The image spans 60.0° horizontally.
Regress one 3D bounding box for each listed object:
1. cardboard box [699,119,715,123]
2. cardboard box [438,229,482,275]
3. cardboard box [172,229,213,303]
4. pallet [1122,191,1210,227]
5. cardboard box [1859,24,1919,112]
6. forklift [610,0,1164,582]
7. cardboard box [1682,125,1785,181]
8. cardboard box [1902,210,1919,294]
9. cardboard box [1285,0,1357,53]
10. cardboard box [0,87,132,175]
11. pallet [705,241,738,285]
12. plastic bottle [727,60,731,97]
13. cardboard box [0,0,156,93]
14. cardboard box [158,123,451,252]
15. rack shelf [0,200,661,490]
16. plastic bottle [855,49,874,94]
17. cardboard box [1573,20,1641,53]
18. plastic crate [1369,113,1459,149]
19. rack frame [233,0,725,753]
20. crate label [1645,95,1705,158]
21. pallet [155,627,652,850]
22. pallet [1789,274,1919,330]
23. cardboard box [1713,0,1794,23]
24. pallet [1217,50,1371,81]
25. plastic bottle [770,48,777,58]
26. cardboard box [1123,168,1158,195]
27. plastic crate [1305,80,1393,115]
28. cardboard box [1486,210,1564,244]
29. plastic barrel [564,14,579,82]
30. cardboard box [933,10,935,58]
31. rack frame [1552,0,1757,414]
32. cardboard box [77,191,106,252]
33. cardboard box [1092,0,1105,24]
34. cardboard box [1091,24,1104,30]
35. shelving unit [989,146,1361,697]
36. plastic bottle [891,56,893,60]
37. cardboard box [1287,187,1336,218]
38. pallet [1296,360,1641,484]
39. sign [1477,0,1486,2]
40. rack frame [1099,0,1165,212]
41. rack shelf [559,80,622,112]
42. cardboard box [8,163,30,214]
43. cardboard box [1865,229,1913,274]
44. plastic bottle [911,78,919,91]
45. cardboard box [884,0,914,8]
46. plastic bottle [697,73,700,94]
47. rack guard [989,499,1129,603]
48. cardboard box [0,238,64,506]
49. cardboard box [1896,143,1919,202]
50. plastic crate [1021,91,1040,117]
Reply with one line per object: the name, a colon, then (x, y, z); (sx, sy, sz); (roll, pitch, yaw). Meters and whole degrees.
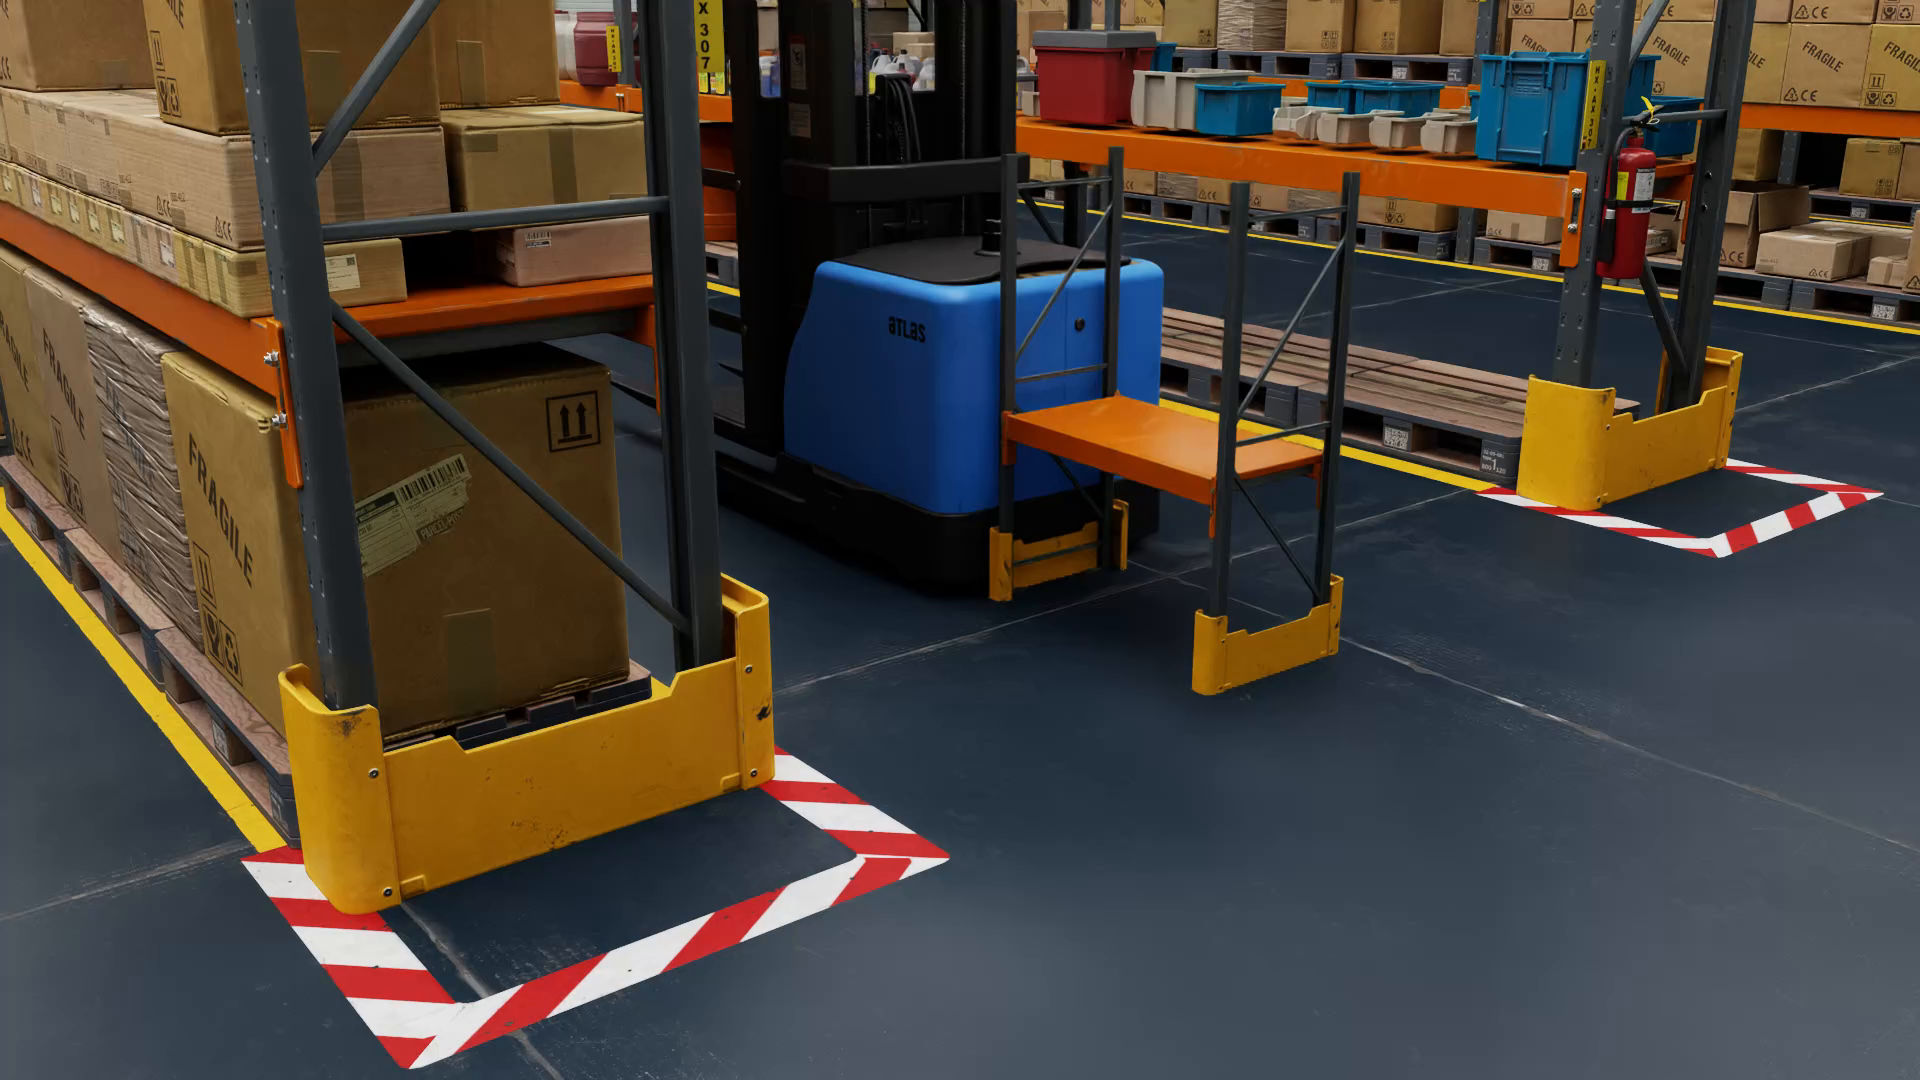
cardboard box: (-3.057, -5.318, 21.356); (0.500, 0.250, 0.500); (-14, 23, -36)
cardboard box: (-1.171, -0.820, 4.465); (0.380, 0.149, 0.250); (-14, 23, -37)
cardboard box: (-1.691, -0.692, 4.080); (0.380, 0.149, 0.250); (-14, 23, -36)
pallet: (2.186, -3.113, 15.427); (1.003, 0.211, 1.213); (-14, 23, -36)
cardboard box: (5.903, -2.888, 10.154); (0.500, 0.500, 0.500); (-14, 23, -36)
forklift: (-0.535, -1.644, 6.665); (1.130, 2.935, 3.031); (-13, 22, -35)
cardboard box: (7.611, -3.924, 16.191); (0.750, 0.750, 0.750); (-14, 23, -35)
cardboard box: (6.188, -1.765, 10.196); (0.500, 0.500, 0.500); (-14, 23, -36)
cardboard box: (3.090, -4.312, 13.786); (0.500, 0.500, 0.700); (13, 23, 35)
cardboard box: (-2.815, -1.363, 5.471); (0.500, 0.250, 0.500); (-13, 23, -35)
pallet: (-1.611, -2.152, 12.526); (1.003, 0.211, 1.213); (-14, 23, -36)
plastic bottle: (-1.554, -3.193, 11.440); (0.097, 0.271, 0.097); (0, 18, 0)
cardboard box: (-2.809, -1.718, 5.350); (0.500, 0.500, 0.500); (-15, 23, -38)
cardboard box: (-1.558, -0.862, 3.958); (0.500, 0.250, 0.500); (-14, 23, -37)
rack shelf: (-2.291, -0.875, 5.378); (1.077, 0.370, 4.000); (-14, 23, -36)
plastic bottle: (-0.592, -2.861, 10.309); (0.144, 0.351, 0.185); (-14, 23, -36)
cardboard box: (4.659, -3.385, 11.655); (0.500, 0.500, 0.500); (-13, 23, -35)
plastic crate: (2.017, -1.834, 7.453); (0.396, 0.136, 0.243); (-14, 23, -36)
rack frame: (-1.049, -0.724, 3.777); (1.000, 3.000, 0.127); (-14, 23, -36)
crate label: (2.939, -1.765, 7.091); (0.416, 0.233, 0.303); (-14, 23, -36)
pallet: (-1.607, 0.418, 4.764); (1.003, 0.211, 1.213); (-14, 23, -36)
pallet: (6.176, -1.548, 10.701); (1.003, 0.211, 1.213); (-14, 23, -36)
cardboard box: (5.268, -3.612, 10.750); (0.500, 0.500, 0.500); (-13, 22, -34)
pallet: (2.963, -4.058, 14.152); (1.003, 0.211, 1.213); (-14, 23, -36)
plastic bottle: (-1.404, -3.533, 12.447); (0.061, 0.283, 0.133); (-14, 23, -36)
cardboard box: (1.811, -3.482, 15.383); (0.500, 0.500, 0.500); (-13, 22, -34)
plastic crate: (1.935, -2.163, 8.294); (0.416, 0.233, 0.300); (-14, 23, -36)
cardboard box: (4.327, -2.429, 12.503); (0.500, 0.311, 0.500); (-14, 23, -36)
plastic barrel: (-2.939, -3.927, 13.272); (0.421, 0.512, 0.421); (0, 18, 0)
cardboard box: (0.060, -5.339, 17.554); (0.500, 0.500, 0.500); (-12, 22, -32)
rack frame: (2.834, -1.691, 6.696); (1.000, 3.000, 0.127); (-14, 23, -36)
cardboard box: (-2.325, -0.943, 4.839); (0.380, 0.149, 0.250); (-14, 23, -36)
cardboard box: (1.995, -7.180, 22.287); (0.500, 0.500, 0.500); (-15, 23, -38)
cardboard box: (1.990, -6.822, 22.401); (0.500, 0.250, 0.500); (-14, 23, -36)
shelving unit: (0.651, -0.434, 5.287); (0.587, 1.500, 1.083); (-13, 22, -35)
plastic bottle: (-0.468, -3.147, 11.299); (0.097, 0.271, 0.097); (0, 18, 0)
cardboard box: (3.093, -2.977, 13.858); (0.500, 0.500, 0.500); (-14, 23, -35)
pallet: (2.352, -0.578, 7.771); (1.003, 0.211, 1.213); (-14, 23, -36)
sign: (3.803, -4.083, 12.078); (0.100, 0.325, 0.005); (-14, 23, -36)
rack frame: (1.752, -4.628, 15.566); (1.000, 3.000, 0.127); (-14, 23, -36)
rack shelf: (-3.375, -3.813, 14.251); (1.077, 0.370, 4.000); (-14, 23, -36)
cardboard box: (-2.959, -1.196, 5.601); (0.380, 0.149, 0.250); (-14, 23, -37)
cardboard box: (6.293, -1.873, 10.920); (0.500, 0.250, 0.500); (-14, 23, -36)
plastic bottle: (-0.241, -2.639, 9.877); (0.097, 0.201, 0.097); (0, 18, 0)
cardboard box: (-0.747, -6.073, 18.740); (0.380, 0.149, 0.250); (-14, 23, -36)
plastic bottle: (-1.831, -3.319, 11.812); (0.152, 0.276, 0.135); (-14, 23, -36)
rack guard: (0.353, 0.034, 5.862); (0.587, 0.250, 0.087); (-13, 22, -35)
cardboard box: (-3.185, -0.722, 6.483); (0.875, 0.875, 0.875); (-14, 23, -36)
cardboard box: (8.810, -3.294, 14.847); (0.700, 0.500, 0.500); (-14, 23, -37)
plastic crate: (0.527, -2.437, 9.274); (0.396, 0.136, 0.243); (-14, 23, -36)
